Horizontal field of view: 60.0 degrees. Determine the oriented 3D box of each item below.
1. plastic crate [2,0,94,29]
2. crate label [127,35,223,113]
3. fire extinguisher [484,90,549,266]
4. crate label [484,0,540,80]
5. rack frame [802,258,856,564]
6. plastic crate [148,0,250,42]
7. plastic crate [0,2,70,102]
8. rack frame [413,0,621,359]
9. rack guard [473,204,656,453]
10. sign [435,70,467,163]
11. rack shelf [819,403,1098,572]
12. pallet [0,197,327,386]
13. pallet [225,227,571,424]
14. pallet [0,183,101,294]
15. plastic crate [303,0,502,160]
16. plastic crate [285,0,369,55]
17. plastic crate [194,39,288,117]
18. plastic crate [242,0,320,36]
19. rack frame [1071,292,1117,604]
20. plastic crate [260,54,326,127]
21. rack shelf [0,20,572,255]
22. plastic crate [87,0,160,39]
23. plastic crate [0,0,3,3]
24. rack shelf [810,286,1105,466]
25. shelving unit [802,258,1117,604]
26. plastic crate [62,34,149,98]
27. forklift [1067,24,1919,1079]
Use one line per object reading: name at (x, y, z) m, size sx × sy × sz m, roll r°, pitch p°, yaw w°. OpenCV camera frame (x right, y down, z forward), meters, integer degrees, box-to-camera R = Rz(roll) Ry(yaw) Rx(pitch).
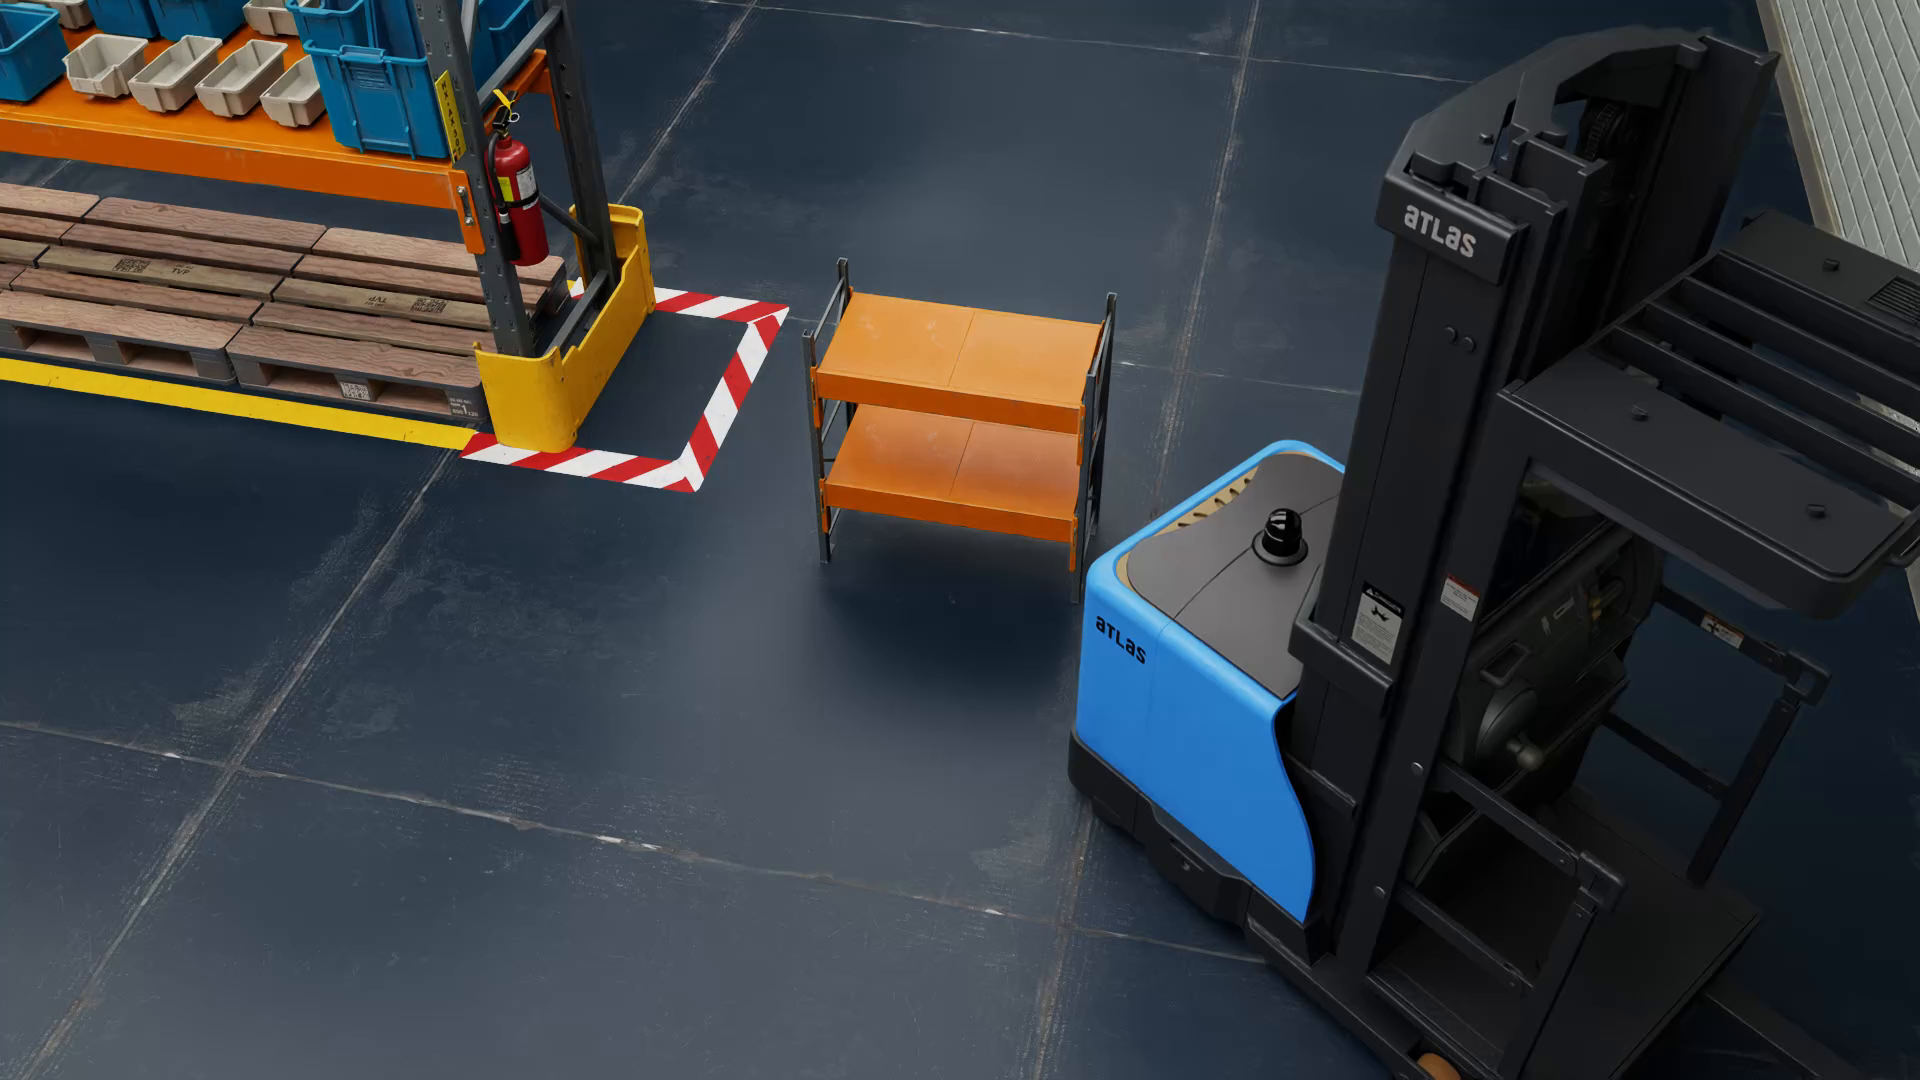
plastic crate at (-3.893, -2.332, 7.157) m, size 0.466 × 0.136 × 0.293 m, roll 9°, pitch 45°, yaw 9°
crate label at (-3.146, -1.867, 6.673) m, size 0.243 × 0.136 × 0.396 m, roll 9°, pitch 45°, yaw 9°
fire extinguisher at (-1.706, -1.367, 6.332) m, size 0.183 × 0.674 × 0.296 m, roll 9°, pitch 45°, yaw 9°
crate label at (-1.923, -2.081, 6.827) m, size 0.303 × 0.233 × 0.416 m, roll 9°, pitch 45°, yaw 9°
rack frame at (-0.489, -0.481, 6.439) m, size 0.032 × 1.125 × 0.500 m, roll 9°, pitch 45°, yaw 9°
plastic crate at (-3.208, -2.281, 7.034) m, size 0.300 × 0.233 × 0.416 m, roll 9°, pitch 45°, yaw 9°
plastic crate at (-3.814, -1.959, 6.699) m, size 0.300 × 0.233 × 0.416 m, roll 9°, pitch 45°, yaw 9°
rack frame at (-1.754, -1.860, 6.519) m, size 0.127 × 3.000 × 1.000 m, roll 9°, pitch 45°, yaw 9°
rack guard at (-1.728, -0.964, 7.391) m, size 0.348 × 0.500 × 1.175 m, roll 9°, pitch 45°, yaw 9°
sign at (-1.858, -1.544, 6.073) m, size 0.005 × 0.325 × 0.100 m, roll 9°, pitch 45°, yaw 9°
rack shelf at (0.007, -0.228, 6.528) m, size 1.000 × 0.278 × 0.538 m, roll 9°, pitch 45°, yaw 9°
pallet at (-3.737, -1.193, 7.837) m, size 1.213 × 0.211 × 1.003 m, roll 9°, pitch 45°, yaw 9°
pallet at (-2.550, -1.006, 7.643) m, size 1.213 × 0.211 × 1.003 m, roll 9°, pitch 45°, yaw 9°
pallet at (-4.932, -1.376, 8.027) m, size 1.213 × 0.211 × 1.003 m, roll 9°, pitch 45°, yaw 9°
plastic crate at (-2.122, -1.819, 6.408) m, size 0.499 × 0.435 × 0.616 m, roll 9°, pitch 45°, yaw 9°
plastic crate at (-2.566, -2.181, 6.930) m, size 0.300 × 0.233 × 0.416 m, roll 9°, pitch 45°, yaw 9°
plastic crate at (-2.869, -1.841, 6.647) m, size 0.243 × 0.136 × 0.396 m, roll 9°, pitch 45°, yaw 9°
plastic crate at (-2.880, -2.254, 7.076) m, size 0.298 × 0.136 × 0.250 m, roll 9°, pitch 45°, yaw 9°
rack frame at (0.503, -0.327, 6.279) m, size 0.032 × 1.125 × 0.500 m, roll 9°, pitch 45°, yaw 9°
plastic crate at (-2.590, -1.787, 6.591) m, size 0.243 × 0.136 × 0.396 m, roll 9°, pitch 45°, yaw 9°
rack shelf at (-3.706, -1.904, 7.083) m, size 4.000 × 0.370 × 1.077 m, roll 9°, pitch 45°, yaw 9°
plastic crate at (-3.501, -2.326, 7.081) m, size 0.300 × 0.233 × 0.416 m, roll 9°, pitch 45°, yaw 9°
plastic crate at (-4.208, -2.089, 6.799) m, size 0.530 × 0.282 × 0.437 m, roll 9°, pitch 45°, yaw 9°
rack shelf at (0.007, -0.615, 6.156) m, size 1.000 × 0.278 × 0.538 m, roll 9°, pitch 45°, yaw 9°
shelving unit at (0.007, -0.404, 6.359) m, size 1.048 × 1.125 × 0.538 m, roll 9°, pitch 45°, yaw 9°
plastic crate at (-3.439, -1.899, 6.707) m, size 0.250 × 0.136 × 0.298 m, roll 9°, pitch 45°, yaw 9°
forklift at (1.731, 0.341, 4.283) m, size 1.130 × 2.935 × 3.031 m, roll -32°, pitch 52°, yaw -29°
